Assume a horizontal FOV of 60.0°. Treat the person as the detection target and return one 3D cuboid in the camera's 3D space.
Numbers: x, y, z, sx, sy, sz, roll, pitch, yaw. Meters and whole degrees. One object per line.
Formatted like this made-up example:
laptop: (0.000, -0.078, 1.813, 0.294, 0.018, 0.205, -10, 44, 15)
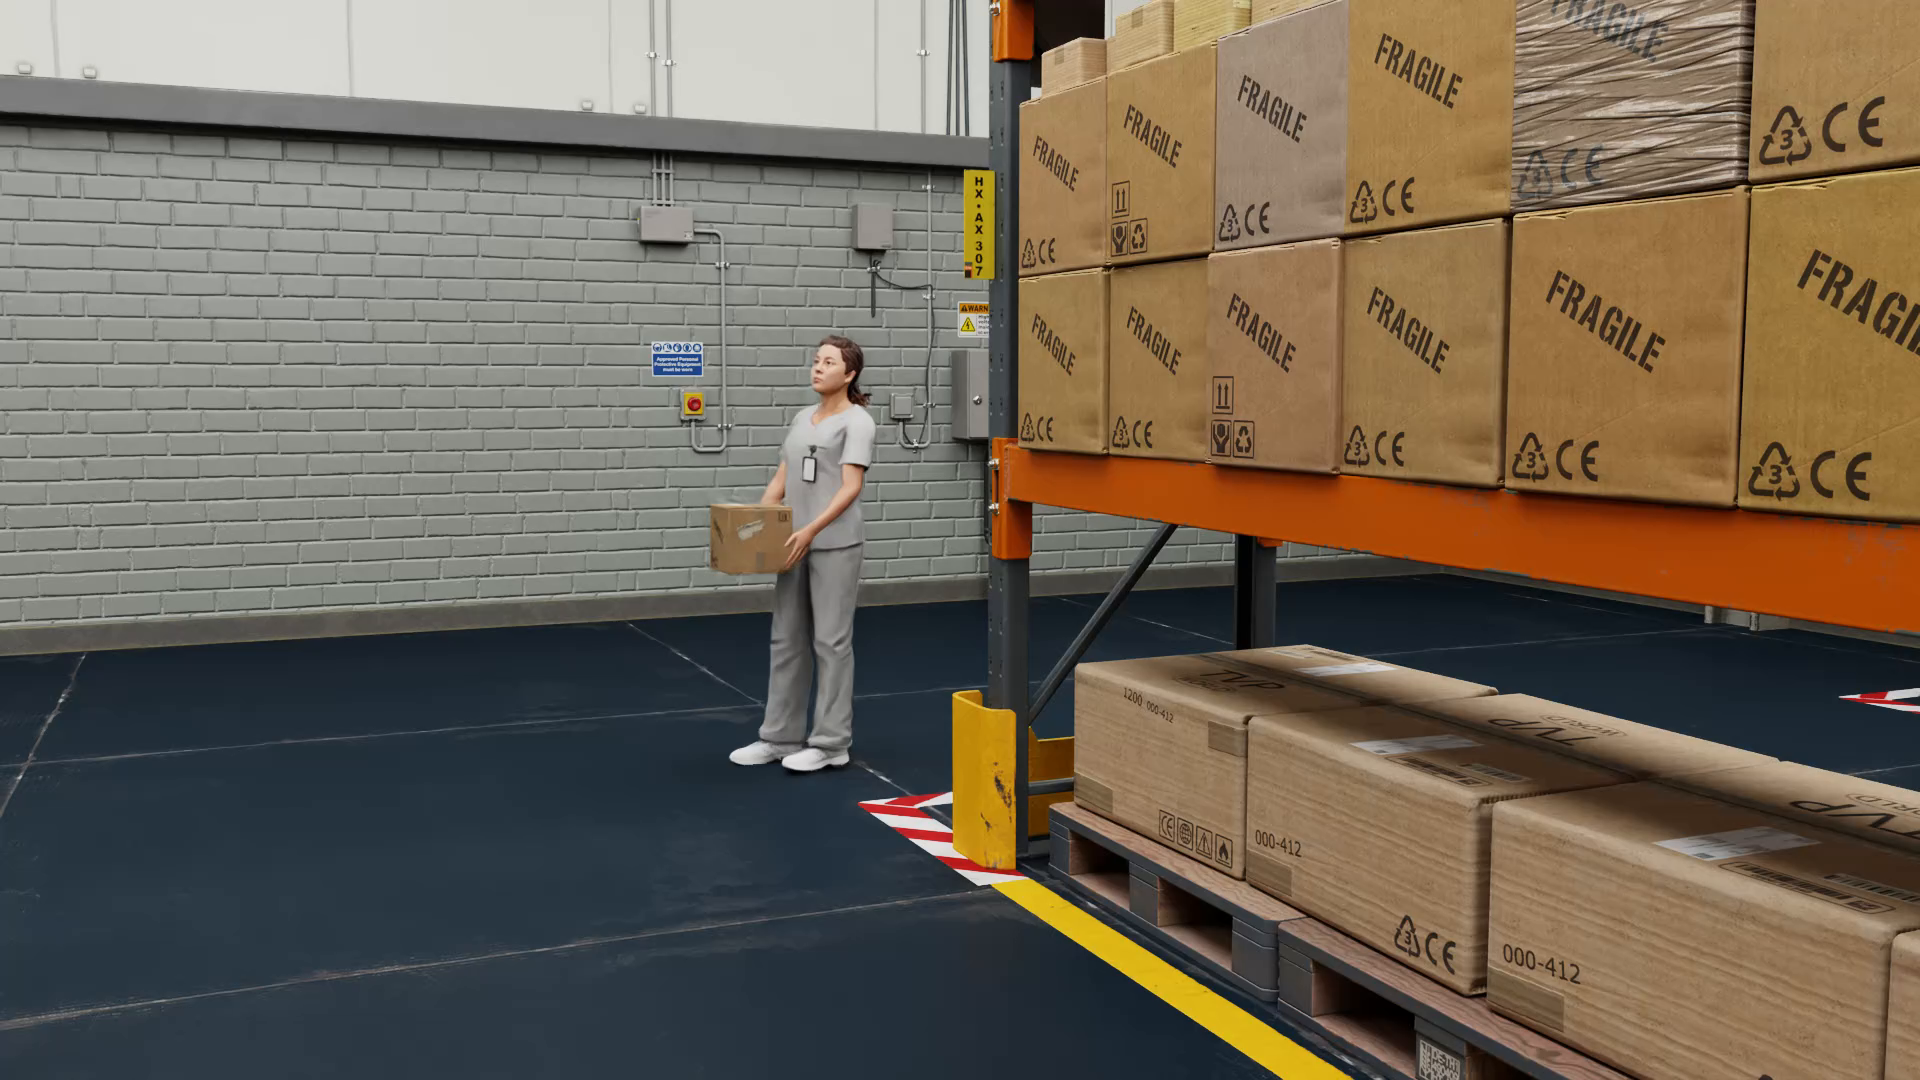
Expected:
person: (-0.576, 0.048, 6.441, 0.500, 1.678, 0.514, 5, 7, 41)
